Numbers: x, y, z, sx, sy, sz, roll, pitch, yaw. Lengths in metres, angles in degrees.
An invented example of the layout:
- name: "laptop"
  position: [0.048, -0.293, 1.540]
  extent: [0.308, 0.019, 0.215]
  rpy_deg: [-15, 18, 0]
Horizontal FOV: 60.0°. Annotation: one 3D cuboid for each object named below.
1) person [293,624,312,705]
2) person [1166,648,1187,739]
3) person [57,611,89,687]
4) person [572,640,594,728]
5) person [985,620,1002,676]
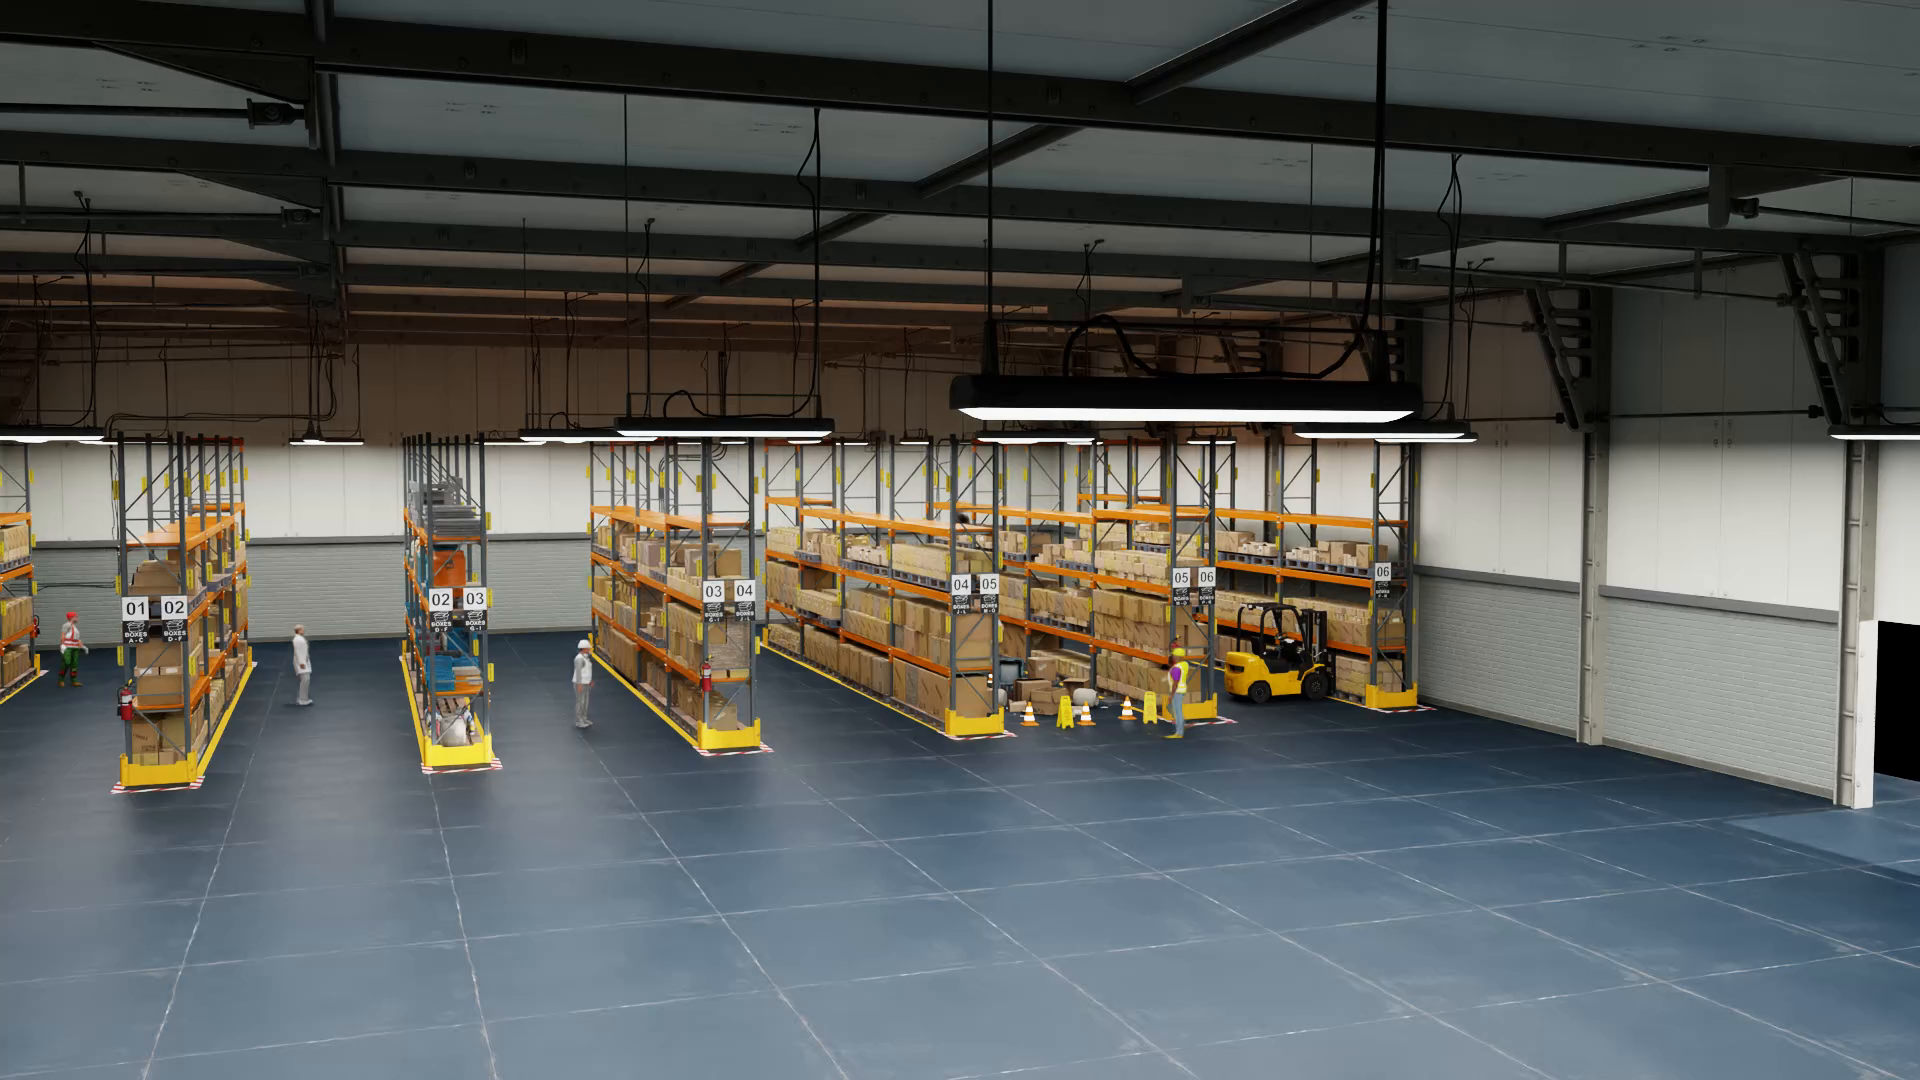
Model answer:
- name: "person"
  position: [-14.707, 2.809, 37.295]
  extent: [0.527, 1.840, 0.582]
  rpy_deg: [0, 3, 5]
- name: "person"
  position: [4.270, 3.007, 32.812]
  extent: [0.420, 1.765, 0.683]
  rpy_deg: [0, 3, 7]
- name: "person"
  position: [-21.329, 2.628, 39.899]
  extent: [0.456, 1.801, 0.705]
  rpy_deg: [1, 3, 12]
- name: "person"
  position: [-7.745, 2.943, 34.172]
  extent: [0.416, 1.794, 0.569]
  rpy_deg: [0, 3, 1]
- name: "person"
  position: [0.708, 2.544, 41.468]
  extent: [0.567, 1.795, 0.692]
  rpy_deg: [-2, 4, -32]
